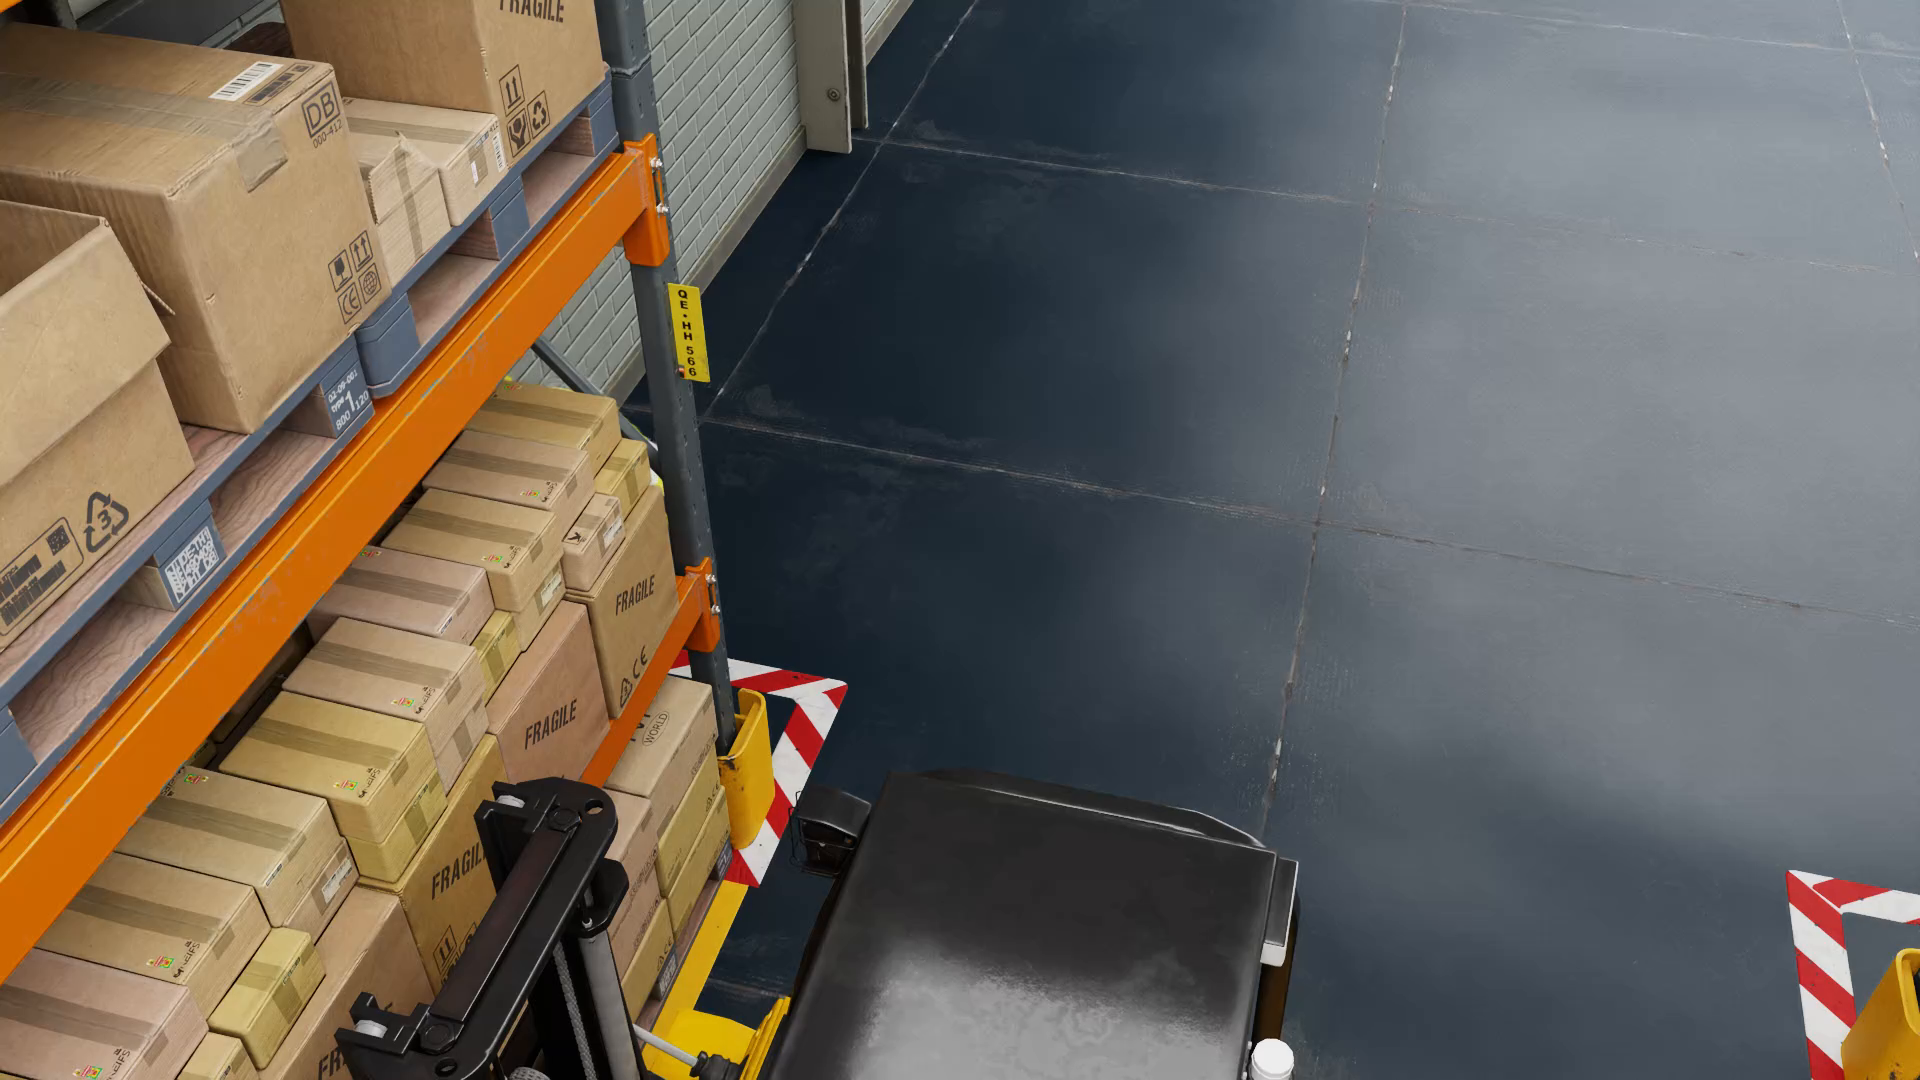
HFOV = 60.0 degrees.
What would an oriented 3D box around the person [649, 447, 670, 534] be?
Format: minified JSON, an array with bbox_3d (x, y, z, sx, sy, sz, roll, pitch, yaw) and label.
[{"bbox_3d":[-1.572,-0.140,6.872,0.888,1.027,0.582,2,41,3],"label":"person"}]
